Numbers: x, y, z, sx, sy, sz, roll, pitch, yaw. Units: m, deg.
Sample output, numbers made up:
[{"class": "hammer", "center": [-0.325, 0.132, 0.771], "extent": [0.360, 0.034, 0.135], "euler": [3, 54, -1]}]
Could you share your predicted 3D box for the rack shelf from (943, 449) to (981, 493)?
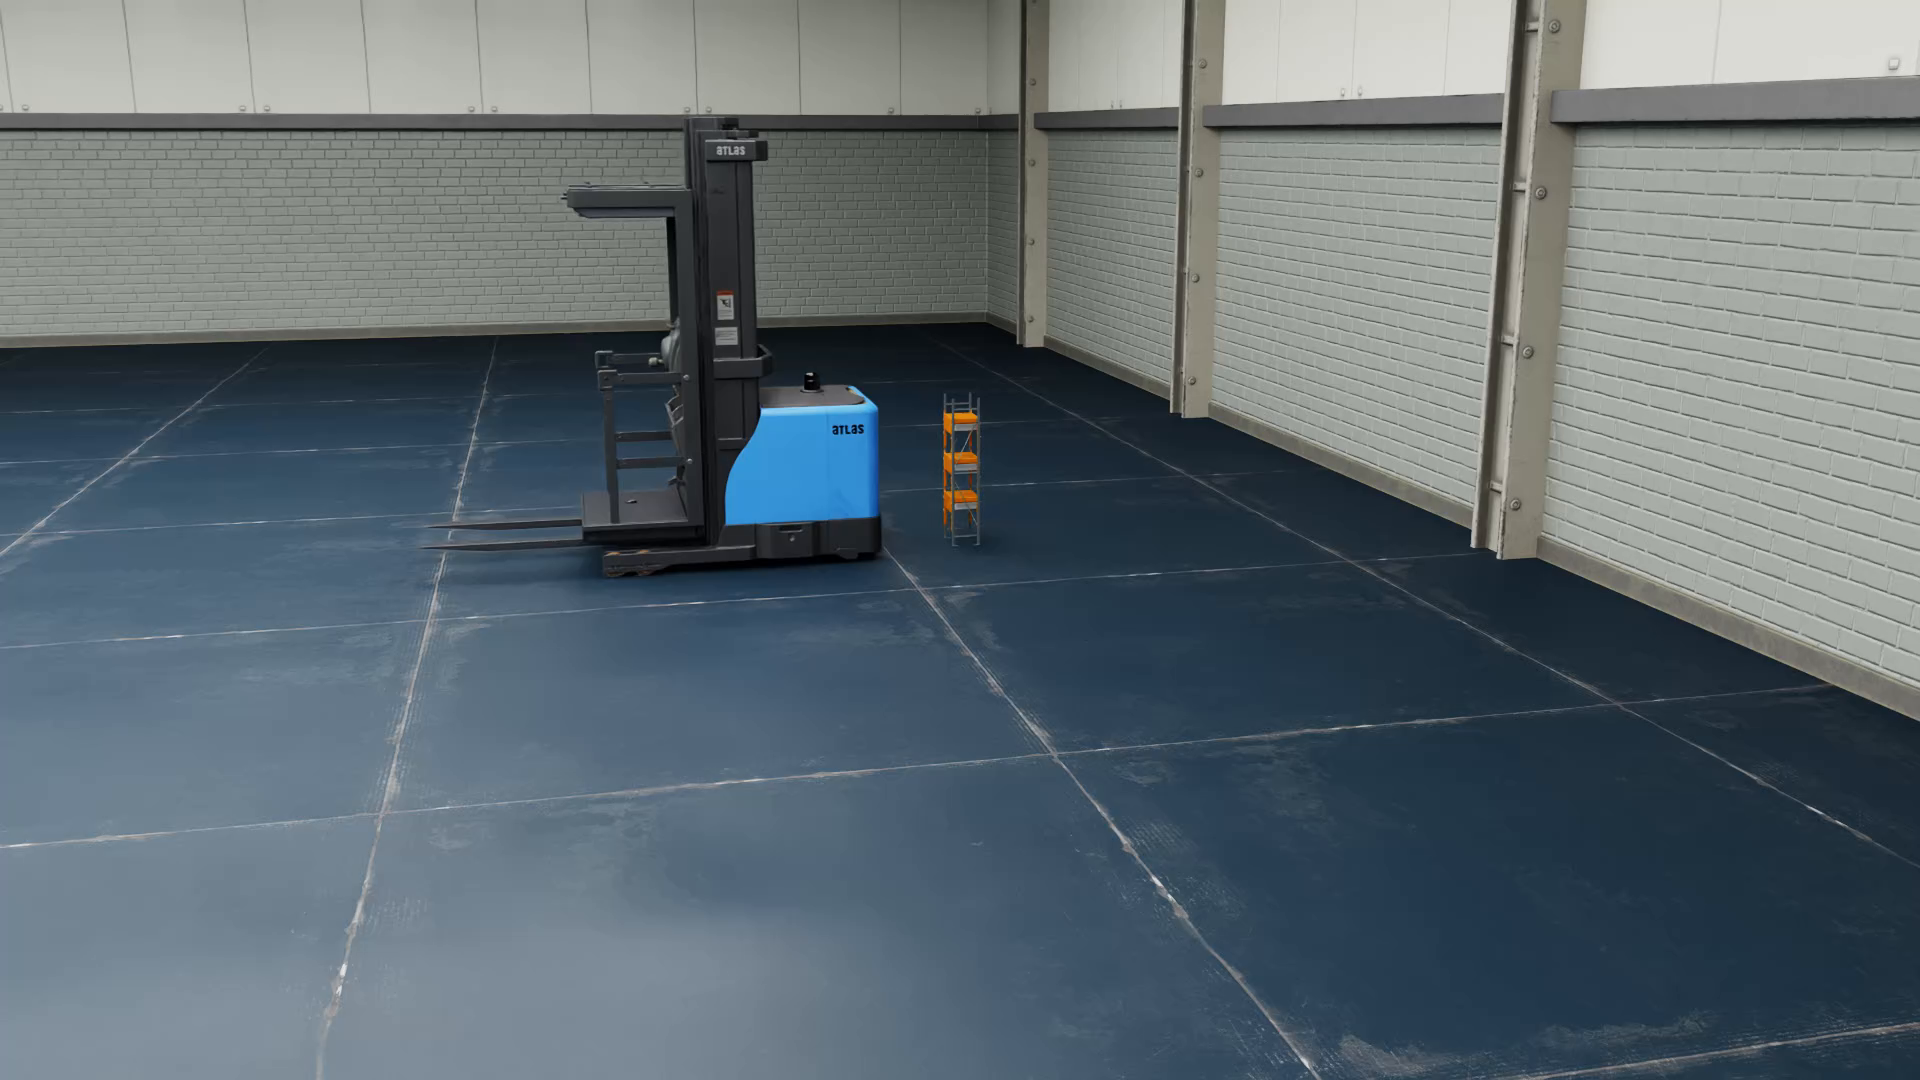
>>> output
[{"class": "rack shelf", "center": [0.013, -0.487, 11.754], "extent": [0.215, 0.259, 0.240], "euler": [-3, 14, -13]}]

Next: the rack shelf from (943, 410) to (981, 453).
[{"class": "rack shelf", "center": [0.013, -0.763, 11.687], "extent": [0.215, 0.259, 0.240], "euler": [-3, 14, -13]}]

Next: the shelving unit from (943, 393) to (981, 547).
[{"class": "shelving unit", "center": [0.013, -0.498, 11.752], "extent": [0.215, 1.050, 0.252], "euler": [-3, 14, -13]}]

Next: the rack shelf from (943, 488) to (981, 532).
[{"class": "rack shelf", "center": [0.013, -0.217, 11.820], "extent": [0.215, 0.259, 0.240], "euler": [-3, 14, -13]}]

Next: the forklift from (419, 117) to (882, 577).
[{"class": "forklift", "center": [-2.108, -1.316, 11.140], "extent": [3.031, 2.935, 1.130], "euler": [-3, 14, -13]}]

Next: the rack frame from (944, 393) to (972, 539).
[{"class": "rack frame", "center": [-0.016, -0.526, 11.867], "extent": [0.200, 1.050, 0.008], "euler": [-3, 14, -13]}]

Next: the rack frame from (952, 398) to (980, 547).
[{"class": "rack frame", "center": [0.041, -0.470, 11.637], "extent": [0.200, 1.050, 0.008], "euler": [-3, 14, -13]}]

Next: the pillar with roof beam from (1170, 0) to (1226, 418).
[{"class": "pillar with roof beam", "center": [-1.792, -5.436, 15.215], "extent": [9.100, 9.000, 0.400], "euler": [-3, 14, -13]}]

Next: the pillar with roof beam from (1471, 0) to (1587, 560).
[{"class": "pillar with roof beam", "center": [-0.383, -4.051, 9.549], "extent": [9.100, 9.000, 0.400], "euler": [-3, 14, -13]}]

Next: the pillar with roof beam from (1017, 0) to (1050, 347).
[{"class": "pillar with roof beam", "center": [-3.202, -6.820, 20.880], "extent": [9.100, 9.000, 0.400], "euler": [-3, 14, -13]}]
